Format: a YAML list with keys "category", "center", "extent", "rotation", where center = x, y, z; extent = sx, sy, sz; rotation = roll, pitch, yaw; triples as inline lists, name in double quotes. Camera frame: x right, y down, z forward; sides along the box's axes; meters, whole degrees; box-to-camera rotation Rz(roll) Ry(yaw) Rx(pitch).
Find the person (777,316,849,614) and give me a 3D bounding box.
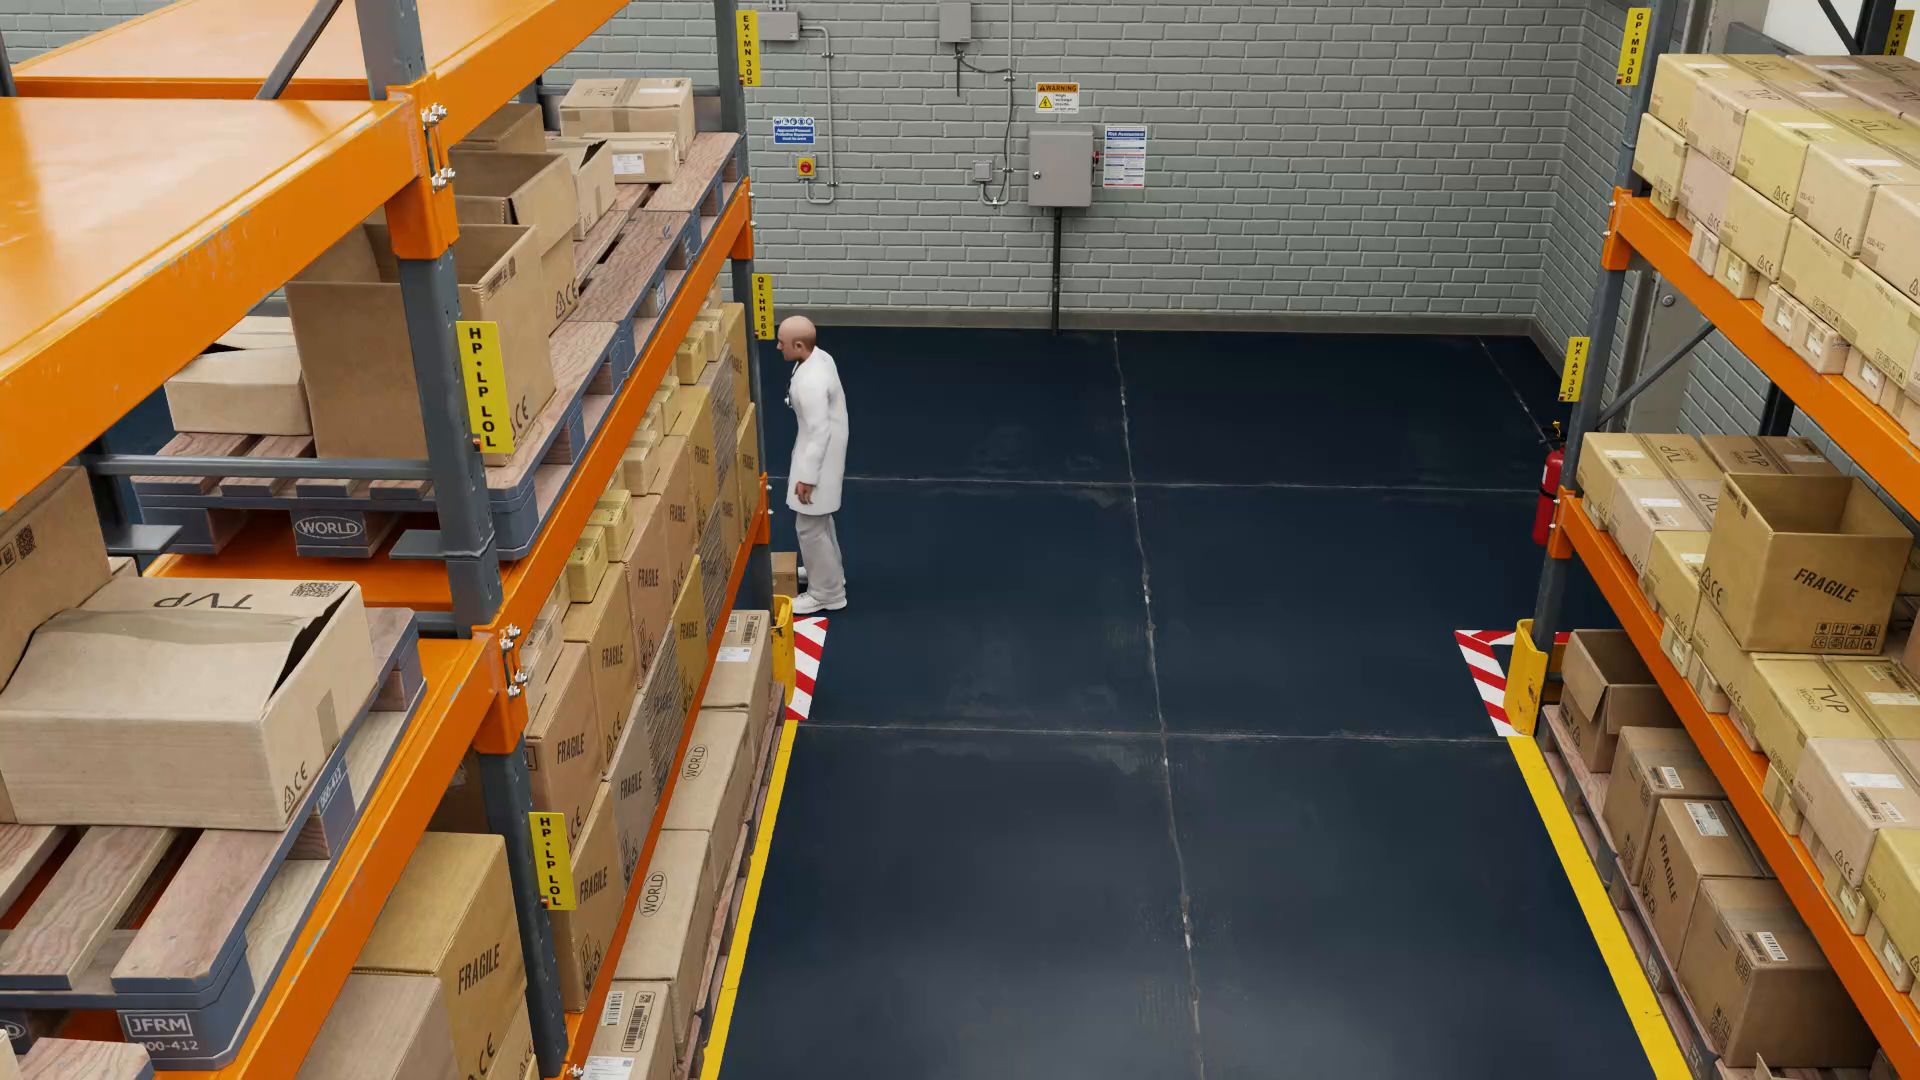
- category: "person"
  center: [-0.837, -0.440, 9.479]
  extent: [0.419, 1.774, 0.643]
  rotation: [-1, 28, -2]
